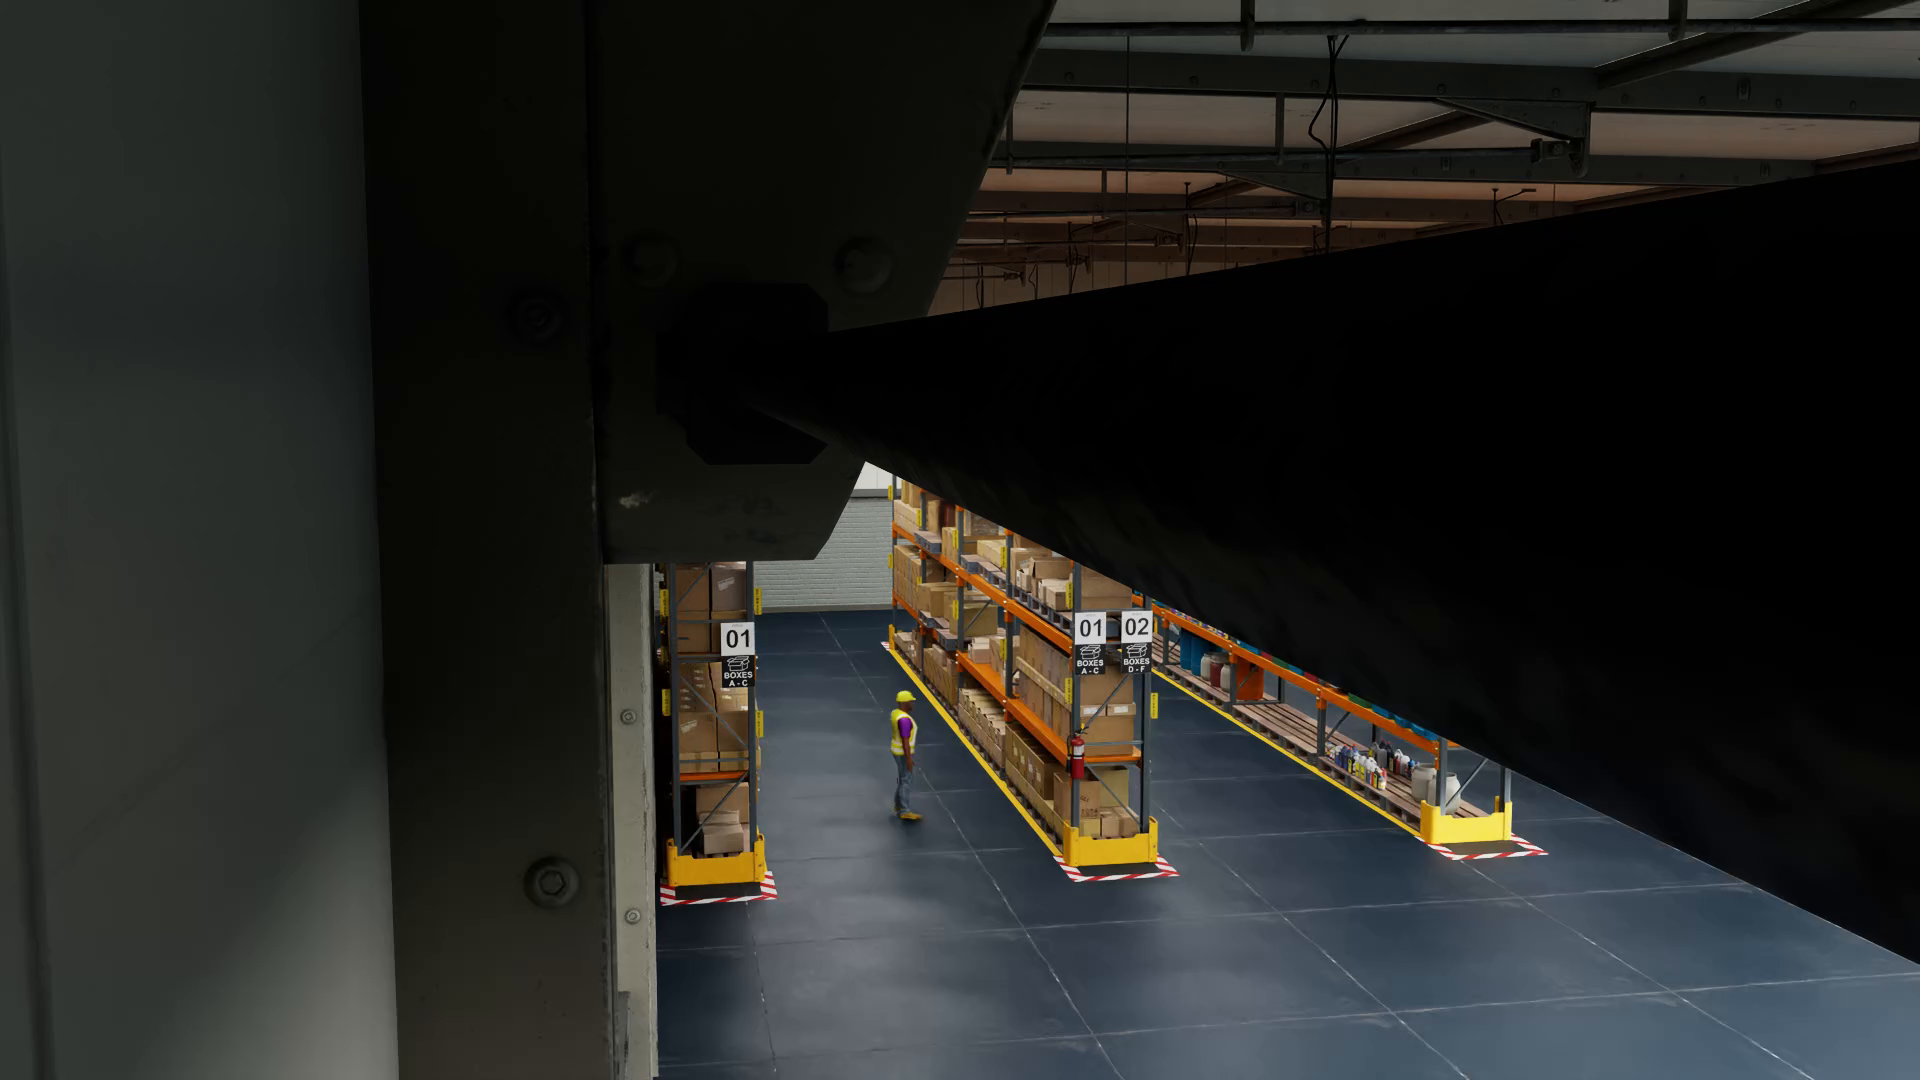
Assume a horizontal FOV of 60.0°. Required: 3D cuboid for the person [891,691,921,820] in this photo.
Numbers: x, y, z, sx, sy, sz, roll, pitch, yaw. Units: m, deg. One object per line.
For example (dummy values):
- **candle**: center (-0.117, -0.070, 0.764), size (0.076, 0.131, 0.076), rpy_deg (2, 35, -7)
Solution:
- **person**: center (-0.760, 3.005, 23.054), size (0.377, 1.849, 0.648), rpy_deg (-1, 6, -12)
